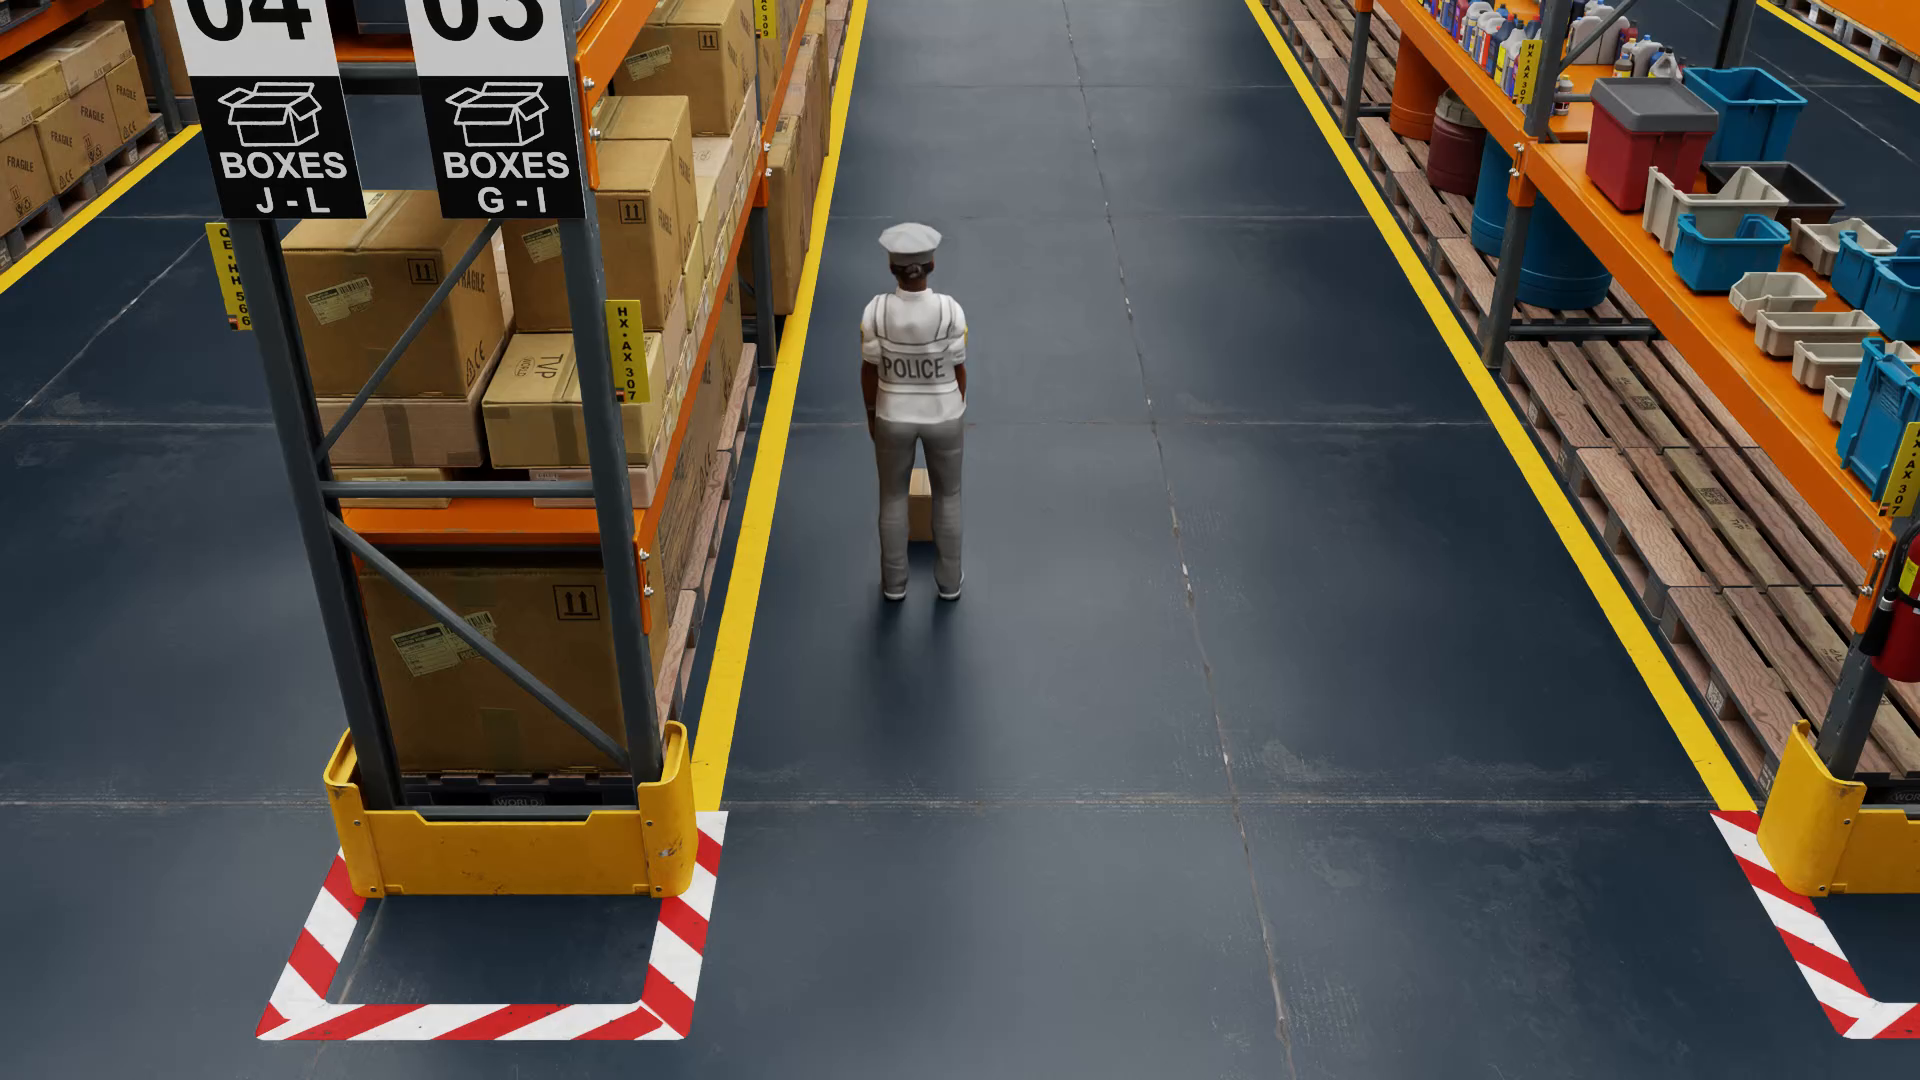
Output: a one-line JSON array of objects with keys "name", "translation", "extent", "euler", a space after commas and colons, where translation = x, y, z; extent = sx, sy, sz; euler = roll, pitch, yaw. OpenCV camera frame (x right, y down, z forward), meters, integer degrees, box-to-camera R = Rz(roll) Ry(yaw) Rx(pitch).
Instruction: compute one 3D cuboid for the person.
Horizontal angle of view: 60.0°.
[{"name": "person", "translation": [-0.190, -0.502, 6.959], "extent": [0.438, 1.659, 0.340], "euler": [0, 32, 1]}]
